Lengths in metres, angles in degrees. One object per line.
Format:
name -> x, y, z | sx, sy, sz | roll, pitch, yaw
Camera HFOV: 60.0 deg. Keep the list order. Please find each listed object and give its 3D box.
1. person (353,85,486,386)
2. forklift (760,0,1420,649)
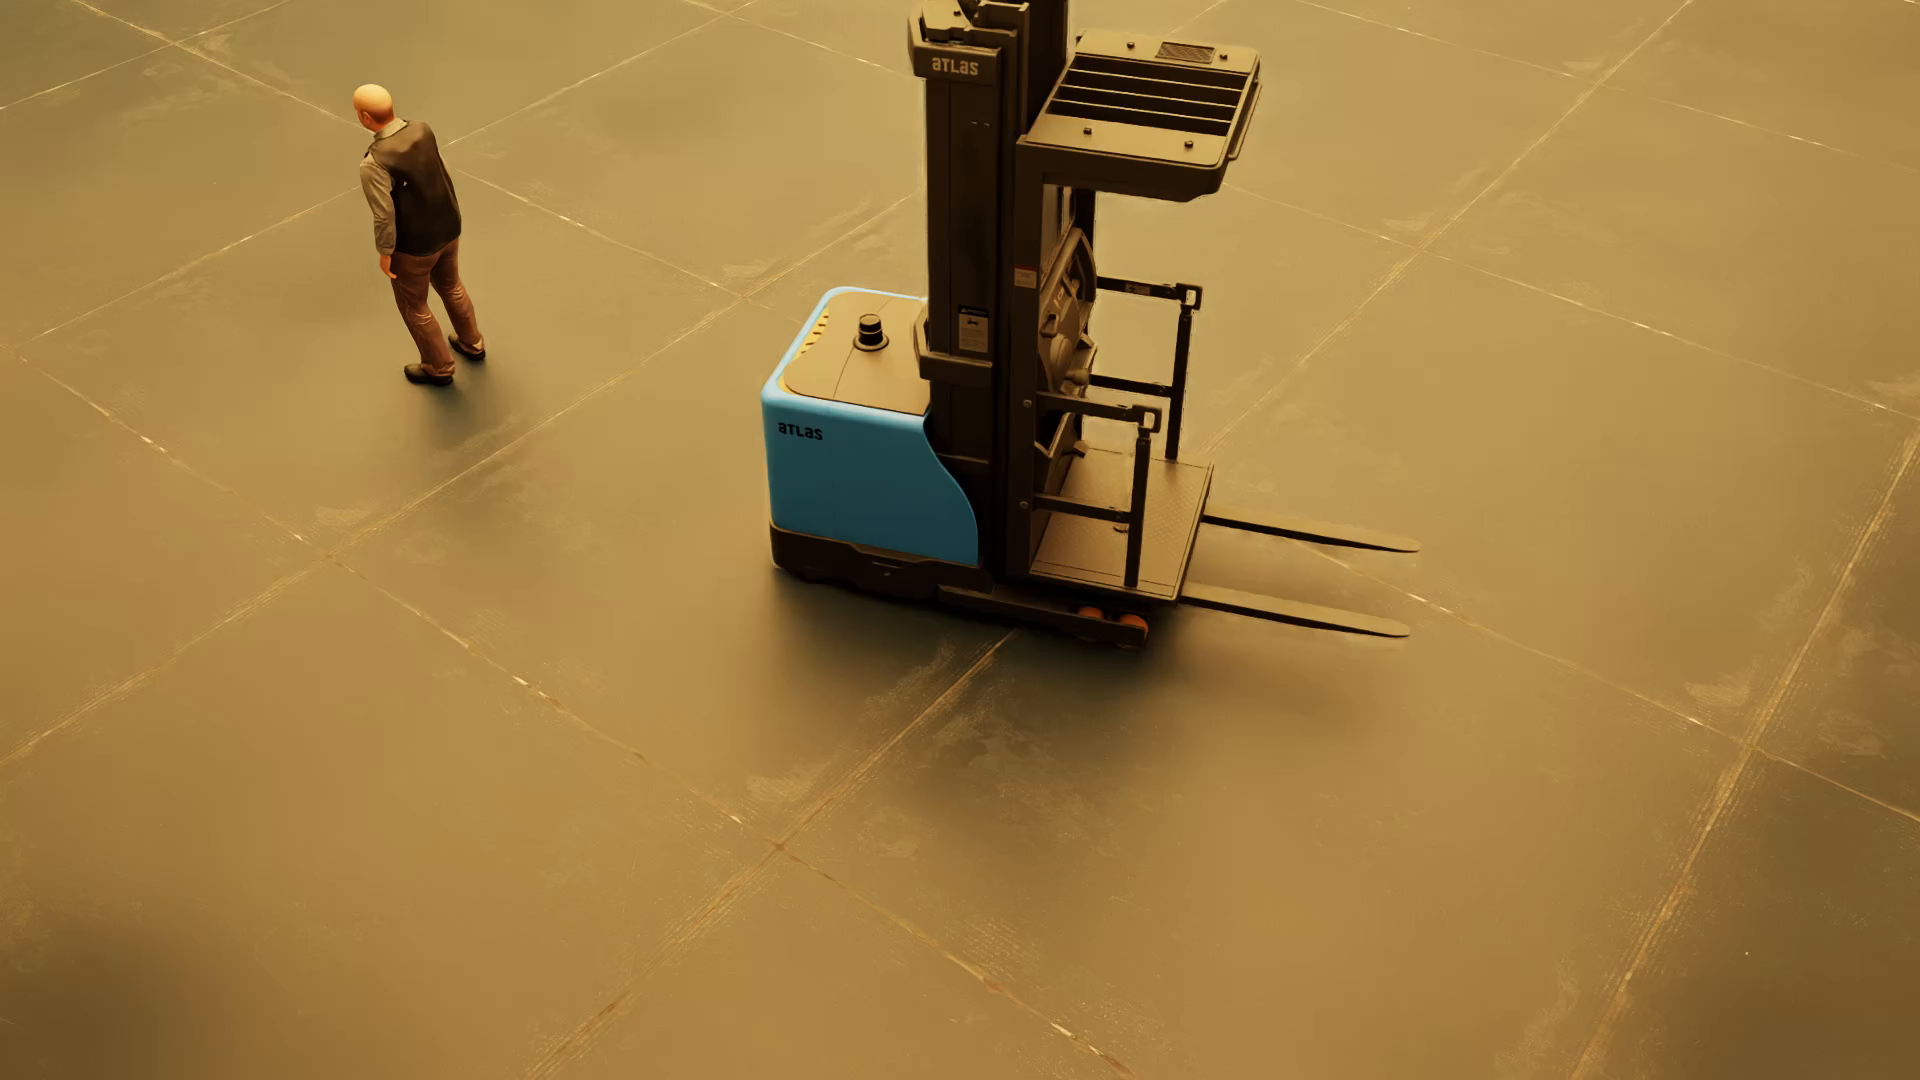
person -> -2.894, -1.621, 8.910 | 0.426, 1.719, 0.580 | 18, 44, 20
forklift -> 0.657, -0.993, 7.239 | 3.031, 2.935, 1.130 | 11, 42, 12
